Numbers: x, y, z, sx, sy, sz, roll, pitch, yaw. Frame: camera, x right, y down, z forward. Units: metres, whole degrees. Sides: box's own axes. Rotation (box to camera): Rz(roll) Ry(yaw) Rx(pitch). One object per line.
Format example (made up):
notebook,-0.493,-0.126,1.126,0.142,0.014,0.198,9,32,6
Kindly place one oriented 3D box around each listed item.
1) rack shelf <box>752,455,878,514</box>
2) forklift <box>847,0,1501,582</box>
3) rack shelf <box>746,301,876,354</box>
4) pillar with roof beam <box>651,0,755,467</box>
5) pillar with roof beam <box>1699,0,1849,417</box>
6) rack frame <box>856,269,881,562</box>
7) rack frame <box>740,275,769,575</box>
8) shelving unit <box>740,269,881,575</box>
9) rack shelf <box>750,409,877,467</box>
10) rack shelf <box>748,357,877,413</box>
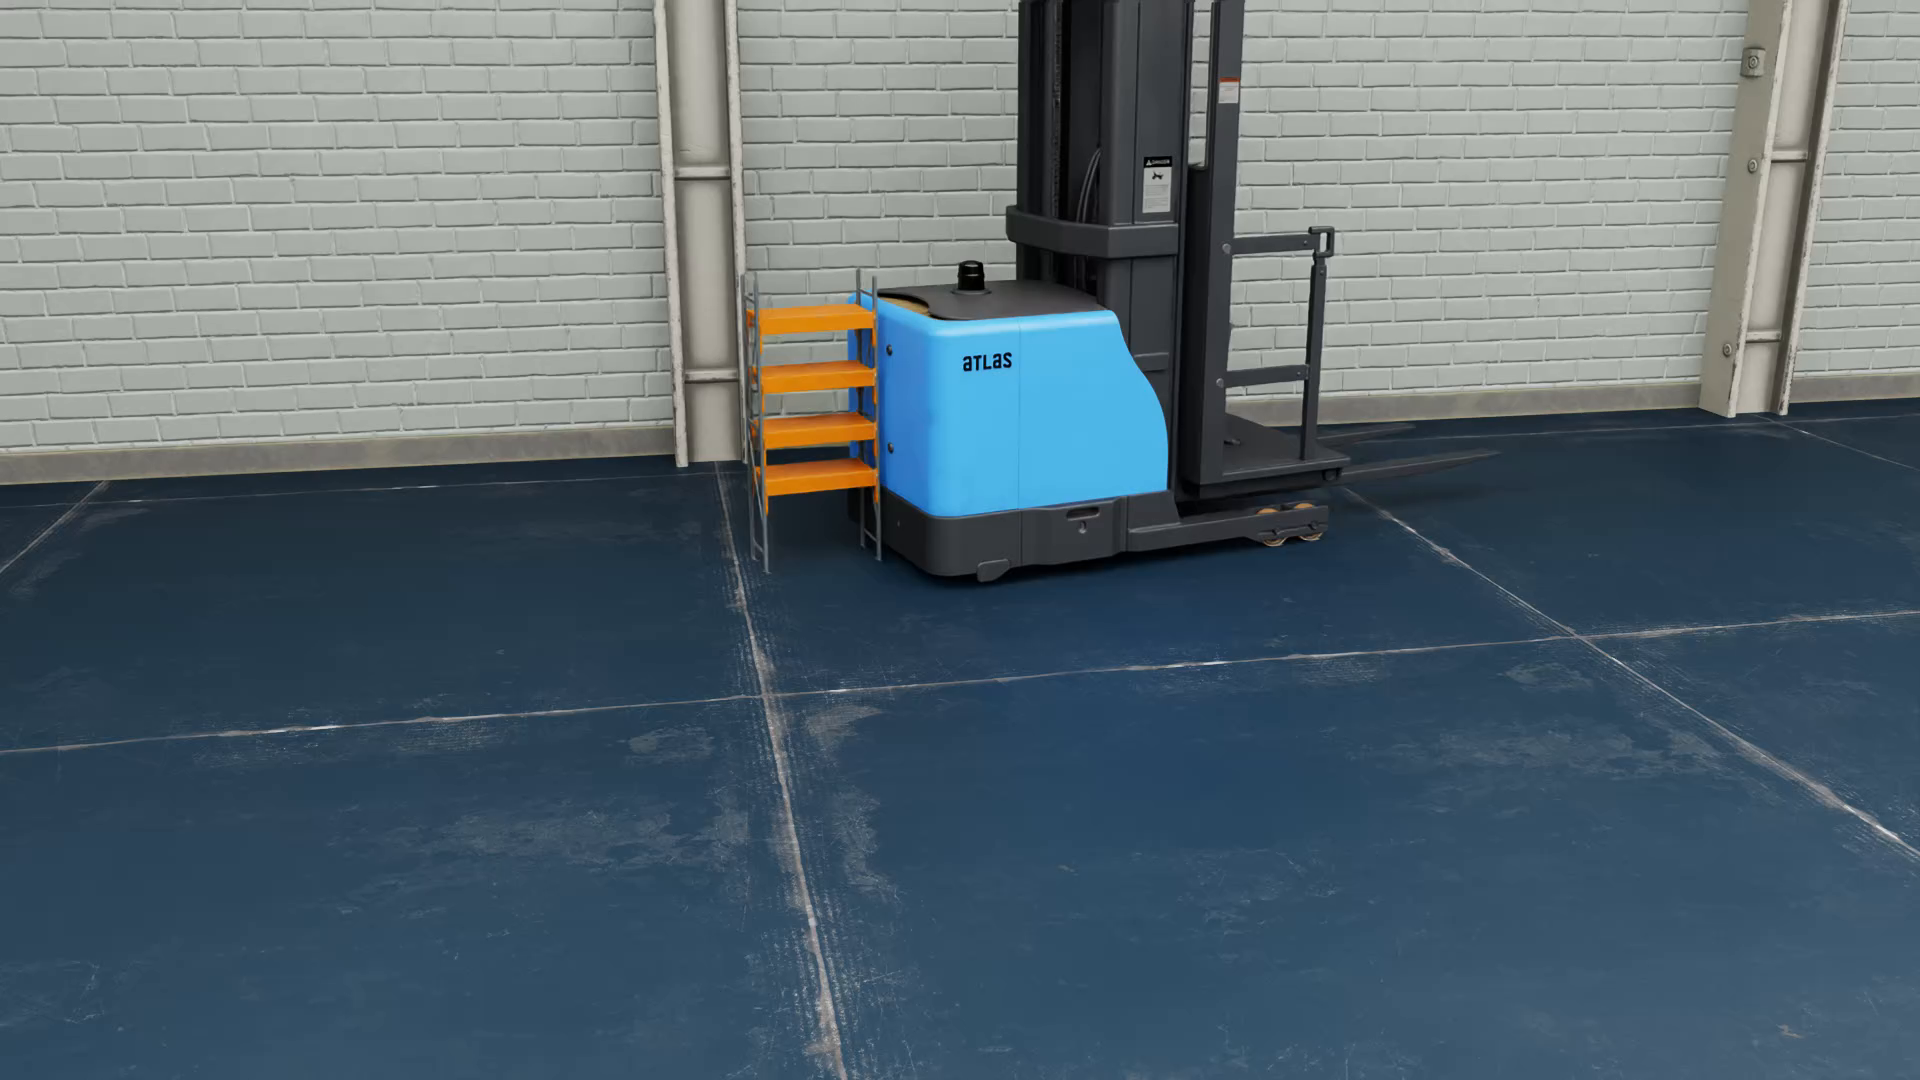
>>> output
rack shelf,-0.609,-0.235,6.938,0.480,0.148,0.258,-6,18,-20
forklift,1.059,-1.503,7.214,3.031,2.935,1.130,-8,19,-24
rack shelf,-0.609,-0.865,6.745,0.480,0.148,0.258,-6,18,-20
pillar with roof beam,-0.471,-3.491,3.350,0.400,9.000,9.100,-3,17,-10
pillar with roof beam,5.420,-3.825,4.438,0.400,9.000,9.100,-3,17,-10
rack frame,-0.382,-0.515,6.944,0.015,1.200,0.240,-6,18,-20
rack frame,-0.837,-0.463,6.776,0.015,1.200,0.240,-6,18,-20
shelving unit,-0.609,-0.489,6.860,0.503,1.200,0.258,-6,18,-20
rack shelf,-0.609,-0.425,6.880,0.480,0.148,0.258,-6,18,-20
rack shelf,-0.609,-0.638,6.814,0.480,0.148,0.258,-6,18,-20
